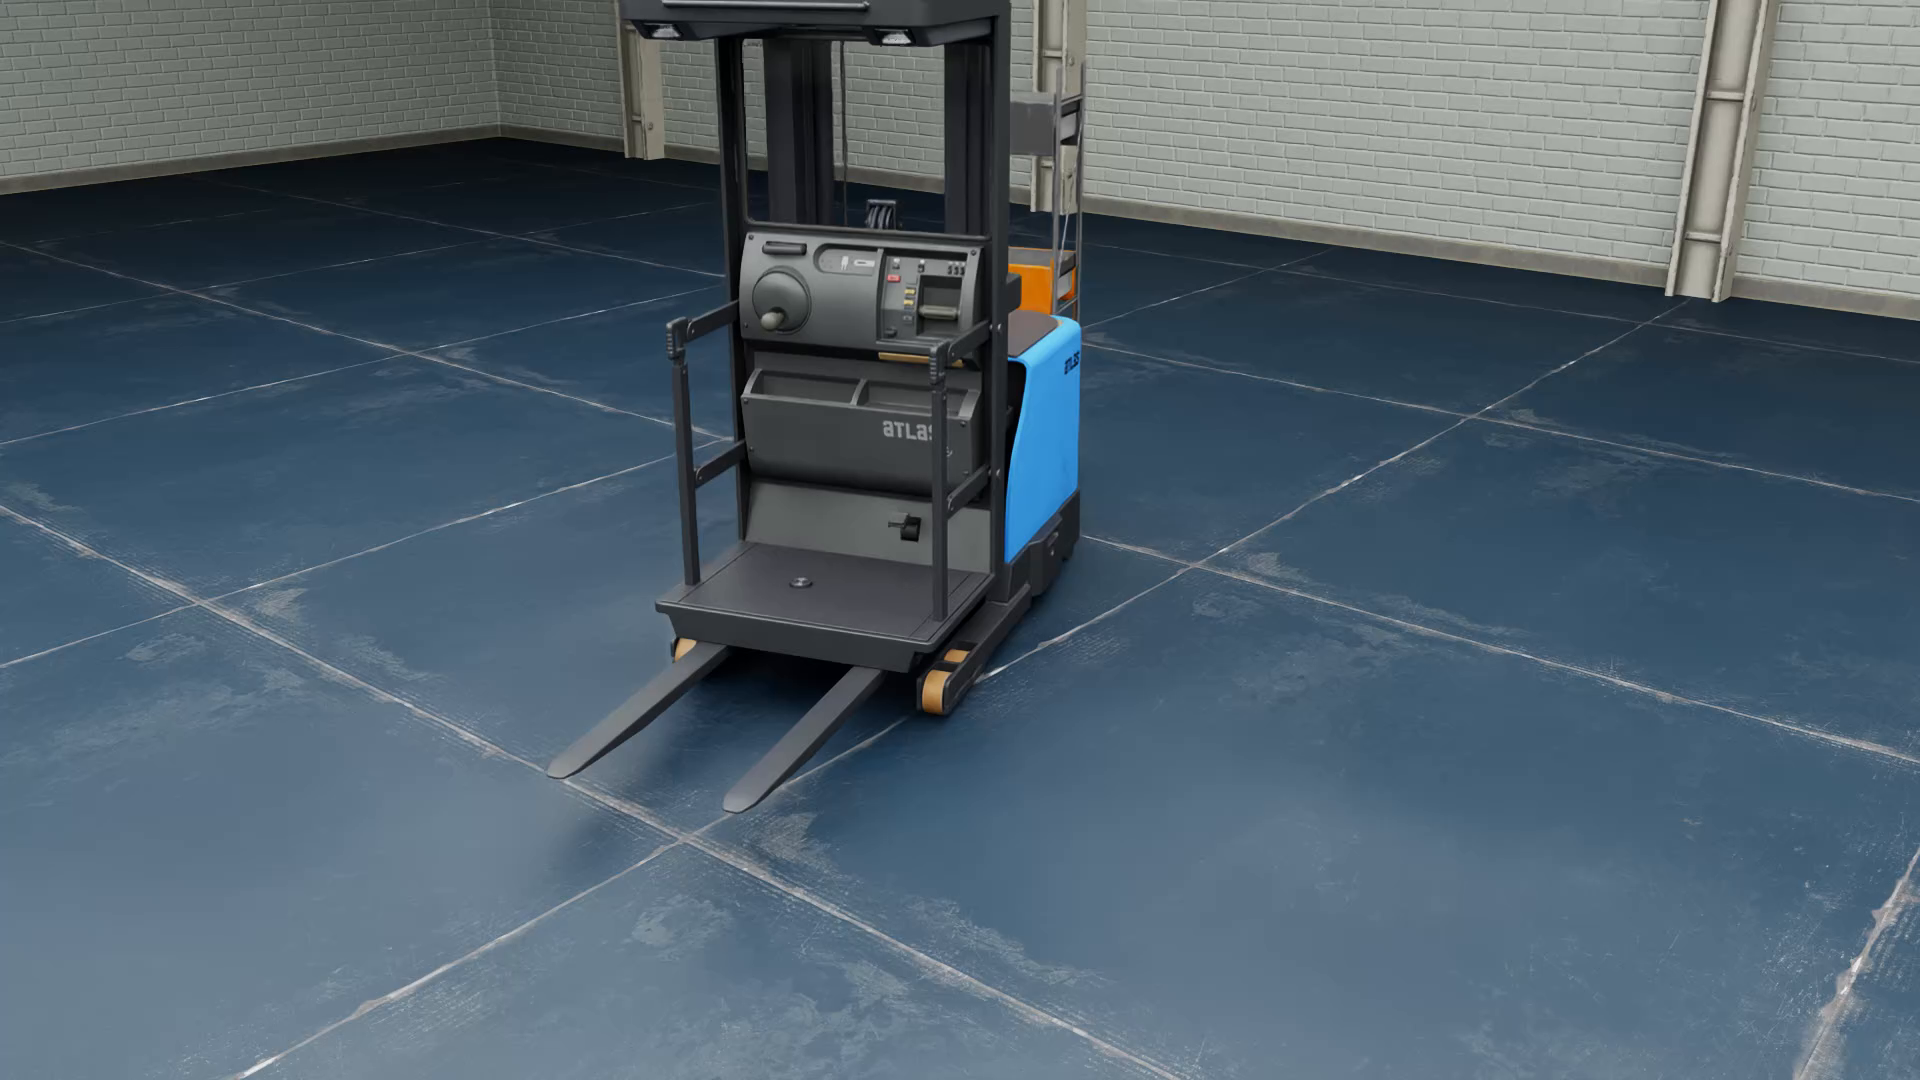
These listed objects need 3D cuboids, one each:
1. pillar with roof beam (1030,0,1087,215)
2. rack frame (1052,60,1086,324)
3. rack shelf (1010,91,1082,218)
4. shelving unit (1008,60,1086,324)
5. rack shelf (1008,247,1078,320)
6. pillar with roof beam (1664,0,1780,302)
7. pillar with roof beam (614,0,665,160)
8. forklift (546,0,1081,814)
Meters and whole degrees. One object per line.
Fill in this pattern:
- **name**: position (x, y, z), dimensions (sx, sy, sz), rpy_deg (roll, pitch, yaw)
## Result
- **pillar with roof beam**: position (-1.792, -6.222, 11.414), dimensions (0.400, 9.000, 9.100), rpy_deg (16, 26, 36)
- **rack frame**: position (0.478, -1.055, 7.489), dimensions (0.015, 2.100, 0.400), rpy_deg (7, 22, 19)
- **rack shelf**: position (0.249, -1.726, 7.325), dimensions (0.480, 0.518, 0.431), rpy_deg (7, 22, 19)
- **shelving unit**: position (0.249, -1.084, 7.567), dimensions (0.503, 2.100, 0.431), rpy_deg (7, 22, 19)
- **rack shelf**: position (0.249, -1.071, 7.572), dimensions (0.480, 0.518, 0.431), rpy_deg (7, 22, 19)
- **pillar with roof beam**: position (2.856, -4.883, 7.864), dimensions (0.400, 9.000, 9.100), rpy_deg (16, 26, 36)
- **pillar with roof beam**: position (-6.441, -7.560, 14.963), dimensions (0.400, 9.000, 9.100), rpy_deg (16, 26, 36)
- **forklift**: position (-0.445, -0.901, 5.903), dimensions (1.130, 2.935, 3.031), rpy_deg (7, 22, 19)
